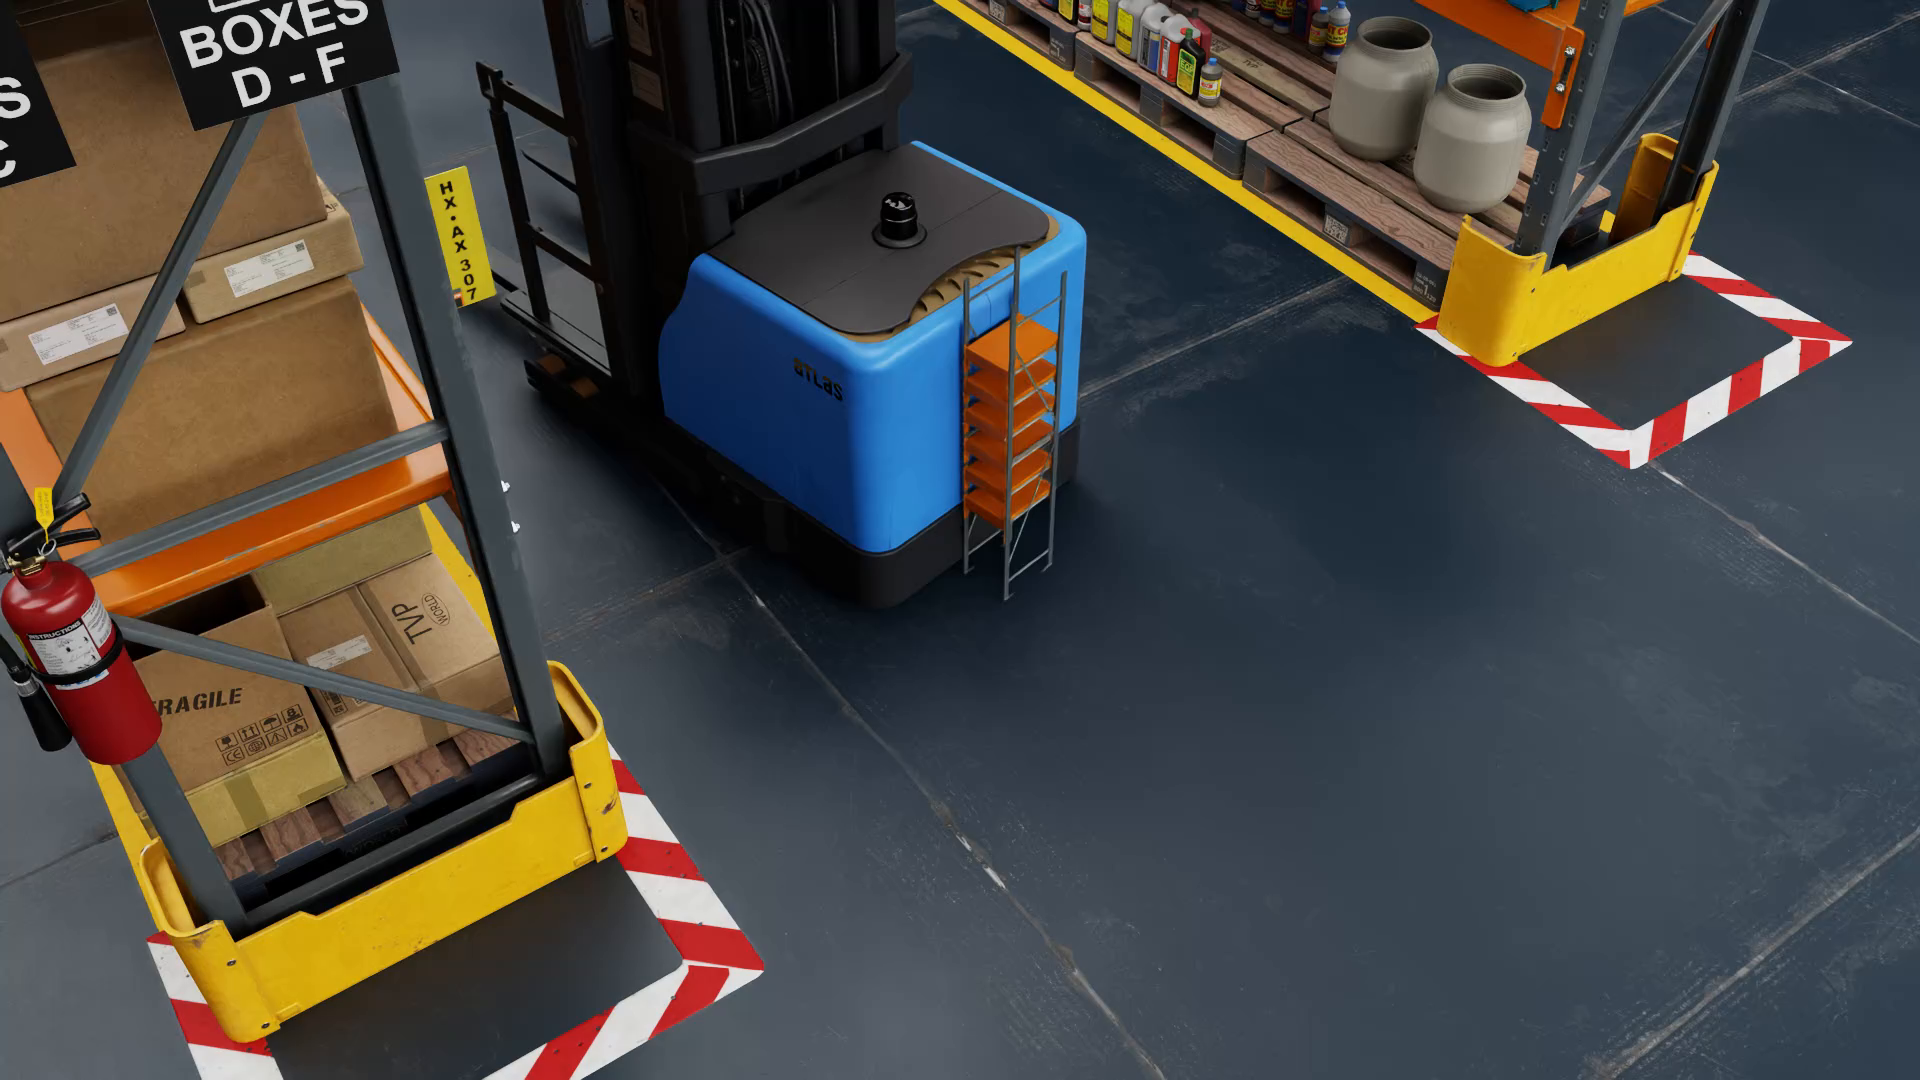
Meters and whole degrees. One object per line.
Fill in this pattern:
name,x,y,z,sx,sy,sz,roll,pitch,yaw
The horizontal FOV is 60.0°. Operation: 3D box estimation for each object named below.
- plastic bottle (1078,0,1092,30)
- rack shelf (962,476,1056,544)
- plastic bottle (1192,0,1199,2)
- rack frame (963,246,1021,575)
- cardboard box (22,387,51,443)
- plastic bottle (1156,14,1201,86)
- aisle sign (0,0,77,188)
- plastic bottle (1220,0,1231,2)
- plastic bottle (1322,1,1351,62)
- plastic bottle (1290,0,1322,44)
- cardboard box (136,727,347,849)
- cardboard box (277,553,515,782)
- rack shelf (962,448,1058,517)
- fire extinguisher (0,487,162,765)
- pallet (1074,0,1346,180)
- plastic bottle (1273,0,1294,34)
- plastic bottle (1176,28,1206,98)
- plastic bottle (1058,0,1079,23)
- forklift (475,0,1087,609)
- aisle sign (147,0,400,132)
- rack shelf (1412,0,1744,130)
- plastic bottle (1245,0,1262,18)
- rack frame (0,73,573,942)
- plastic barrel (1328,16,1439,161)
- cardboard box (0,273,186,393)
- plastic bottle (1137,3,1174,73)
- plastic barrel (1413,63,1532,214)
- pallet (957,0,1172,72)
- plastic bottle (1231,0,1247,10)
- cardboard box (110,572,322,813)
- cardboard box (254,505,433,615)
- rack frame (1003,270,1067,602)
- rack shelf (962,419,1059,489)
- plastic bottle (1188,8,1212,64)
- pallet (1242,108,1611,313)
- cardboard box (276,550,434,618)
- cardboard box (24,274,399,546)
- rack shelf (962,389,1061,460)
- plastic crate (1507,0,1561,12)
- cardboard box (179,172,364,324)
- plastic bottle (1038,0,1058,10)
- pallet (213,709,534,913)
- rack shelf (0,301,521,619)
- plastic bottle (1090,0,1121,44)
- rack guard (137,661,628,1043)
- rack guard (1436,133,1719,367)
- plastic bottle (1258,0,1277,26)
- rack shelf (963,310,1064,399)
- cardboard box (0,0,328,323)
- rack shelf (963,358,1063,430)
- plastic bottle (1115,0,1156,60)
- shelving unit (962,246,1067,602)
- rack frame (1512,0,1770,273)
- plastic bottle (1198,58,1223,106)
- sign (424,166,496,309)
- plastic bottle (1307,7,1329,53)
plastic bottle,0.616,-2.557,7.964,0.097,0.201,0.097,0,44,0
rack shelf,0.161,-0.127,5.426,0.180,0.103,0.258,33,53,30
plastic bottle,1.146,-2.806,8.166,0.061,0.283,0.133,-26,49,-24
rack frame,0.095,-0.376,5.275,0.006,1.200,0.240,33,53,30
cardboard box,-2.094,-0.689,4.227,0.700,0.500,0.500,-24,49,-23
plastic bottle,1.000,-2.237,7.575,0.152,0.276,0.135,-25,49,-24
aisle sign,-1.736,-0.875,2.611,0.394,0.787,0.004,-26,49,-24
plastic bottle,1.323,-2.763,8.179,0.097,0.201,0.097,0,44,0
plastic bottle,1.751,-2.365,7.712,0.097,0.271,0.097,0,44,0
plastic bottle,1.636,-2.504,7.850,0.061,0.283,0.133,-25,49,-24
cardboard box,-2.082,0.568,4.670,0.500,0.250,0.500,-26,49,-24
cardboard box,-1.657,0.363,4.884,0.500,0.250,0.500,-26,49,-24
rack shelf,0.161,-0.214,5.343,0.180,0.103,0.258,33,53,30
fire extinguisher,-1.846,0.191,3.434,0.296,0.674,0.183,-26,49,-24
pallet,1.296,-2.211,7.913,1.003,0.211,1.213,-26,49,-24
plastic bottle,1.555,-2.559,7.915,0.097,0.271,0.097,0,44,0
plastic bottle,1.040,-2.145,7.473,0.061,0.283,0.133,-25,49,-24
plastic bottle,0.534,-2.646,7.998,0.061,0.283,0.133,-24,48,-23
forklift,-0.996,-1.737,5.447,3.031,2.935,1.130,33,53,30
aisle sign,-1.244,-1.112,2.860,0.394,0.787,0.004,-26,49,-24
rack shelf,1.388,-2.915,7.152,1.077,0.370,4.000,-26,49,-24
plastic bottle,1.441,-2.646,8.058,0.097,0.201,0.097,0,44,0
rack frame,-1.533,-0.088,3.670,1.000,3.000,0.127,-26,49,-24
plastic barrel,1.806,-1.921,7.087,0.421,0.512,0.421,0,44,0
cardboard box,-1.908,-0.500,3.559,0.380,0.149,0.250,-27,50,-25
plastic bottle,0.921,-2.315,7.657,0.152,0.276,0.135,-27,50,-25
plastic barrel,2.093,-1.637,6.790,0.421,0.512,0.421,0,44,0
pallet,0.594,-2.902,8.637,1.003,0.211,1.213,-26,49,-24
plastic bottle,1.381,-2.730,8.095,0.097,0.271,0.097,0,44,0
cardboard box,-2.084,0.297,4.410,0.500,0.500,0.500,-26,49,-24
cardboard box,-1.945,-0.190,4.921,0.500,0.500,0.500,-26,49,-24
rack frame,0.227,-0.289,5.184,0.006,1.200,0.240,33,53,30
rack shelf,0.161,-0.301,5.261,0.180,0.103,0.258,33,53,30
plastic bottle,1.087,-2.282,7.617,0.061,0.283,0.133,-26,49,-24
pallet,1.990,-1.520,7.190,1.003,0.211,1.213,-26,49,-24
cardboard box,-1.946,0.082,5.179,0.500,0.250,0.500,-26,49,-24
cardboard box,-1.789,-0.393,3.917,0.700,0.500,0.500,-26,49,-24
rack shelf,0.161,-0.388,5.178,0.180,0.103,0.258,33,53,30
plastic crate,2.000,-2.154,5.942,0.499,0.251,0.616,-26,49,-24
cardboard box,-1.581,-0.666,3.733,0.380,0.149,0.250,-26,49,-25
plastic bottle,0.473,-2.781,8.090,0.144,0.351,0.185,-28,50,-26
pallet,-2.005,0.504,5.069,1.003,0.211,1.213,-26,49,-24
rack shelf,-2.677,-0.960,5.105,1.077,0.370,4.000,-26,49,-24
plastic bottle,0.716,-2.540,7.838,0.144,0.351,0.185,-26,49,-25
rack guard,-1.519,0.830,4.519,1.175,0.500,0.348,-26,49,-24
rack guard,2.450,-1.163,6.606,1.175,0.500,0.348,-26,49,-24
plastic bottle,1.497,-2.615,7.975,0.097,0.271,0.097,0,44,0
rack shelf,0.161,-0.561,5.012,0.180,0.103,0.258,33,53,30
cardboard box,-1.820,-0.893,3.501,0.700,0.500,0.500,-26,49,-24
rack shelf,0.161,-0.474,5.095,0.180,0.103,0.258,33,53,30
plastic bottle,0.823,-2.435,7.728,0.144,0.351,0.185,-24,49,-23
shelving unit,0.161,-0.333,5.230,0.189,1.200,0.258,33,53,30
rack frame,2.532,-2.042,5.717,1.000,3.000,0.127,-26,49,-24
plastic bottle,1.122,-2.056,7.440,0.097,0.201,0.097,0,44,0
sign,-1.074,-0.645,3.570,0.100,0.325,0.005,-26,49,-24
plastic bottle,1.691,-2.398,7.797,0.097,0.201,0.097,0,44,0
